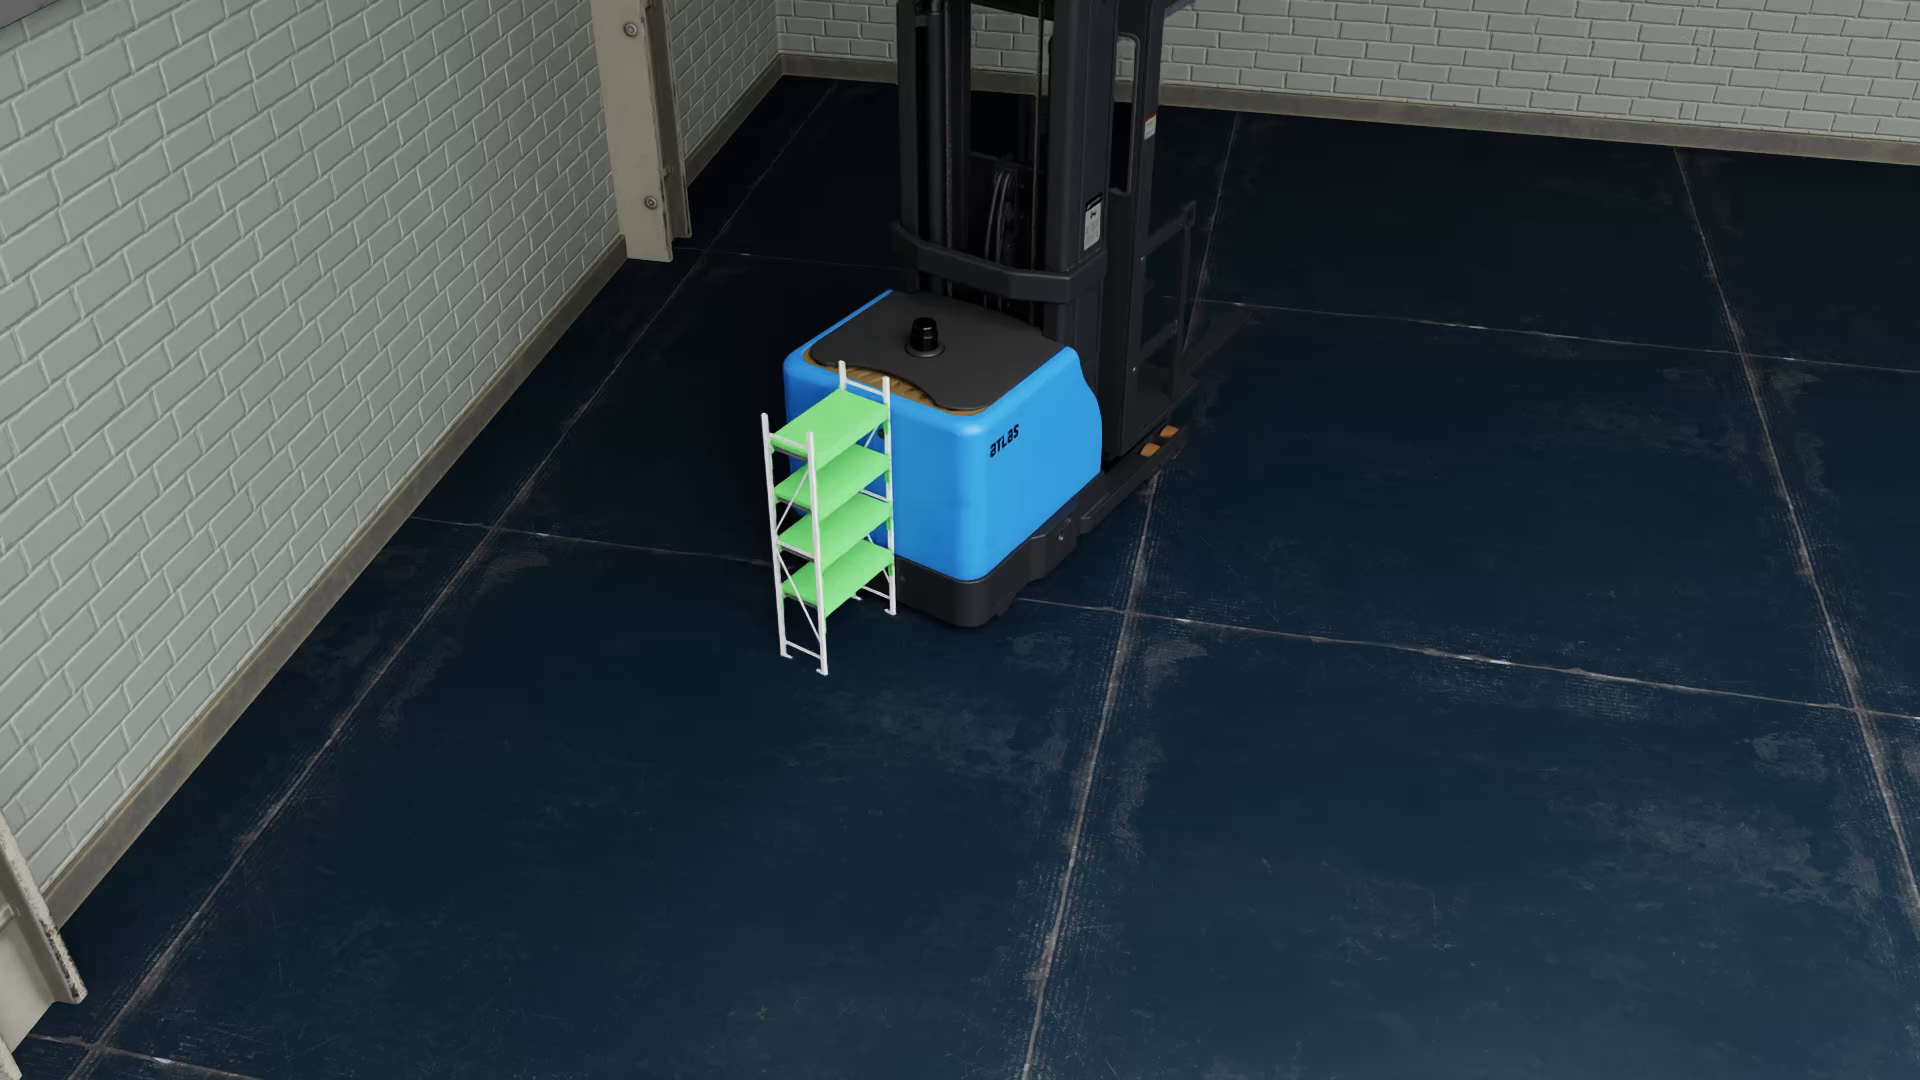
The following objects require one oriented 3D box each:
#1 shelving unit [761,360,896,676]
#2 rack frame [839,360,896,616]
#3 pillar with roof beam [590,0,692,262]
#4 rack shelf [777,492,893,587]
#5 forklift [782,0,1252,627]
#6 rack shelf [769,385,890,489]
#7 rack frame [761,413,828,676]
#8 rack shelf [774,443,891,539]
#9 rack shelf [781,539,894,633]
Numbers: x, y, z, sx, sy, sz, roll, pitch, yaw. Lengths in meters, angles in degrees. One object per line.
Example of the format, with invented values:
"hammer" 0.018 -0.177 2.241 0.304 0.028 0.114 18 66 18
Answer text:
"shelving unit" -0.522 -0.078 6.835 0.258 1.200 0.503 22 41 27
"rack frame" -0.385 -0.196 6.998 0.240 1.200 0.015 22 41 27
"pillar with roof beam" 2.341 -4.920 6.870 9.100 9.000 0.400 7 37 10
"rack shelf" -0.522 -0.026 6.872 0.258 0.148 0.480 22 41 27
"forklift" 0.477 -1.639 7.514 1.130 2.935 3.031 22 41 27
"rack shelf" -0.522 -0.415 6.591 0.258 0.148 0.480 22 41 27
"rack frame" -0.659 0.041 6.671 0.240 1.200 0.015 22 41 27
"rack shelf" -0.522 -0.220 6.731 0.258 0.148 0.480 22 41 27
"rack shelf" -0.522 0.168 7.013 0.258 0.148 0.480 22 41 27
